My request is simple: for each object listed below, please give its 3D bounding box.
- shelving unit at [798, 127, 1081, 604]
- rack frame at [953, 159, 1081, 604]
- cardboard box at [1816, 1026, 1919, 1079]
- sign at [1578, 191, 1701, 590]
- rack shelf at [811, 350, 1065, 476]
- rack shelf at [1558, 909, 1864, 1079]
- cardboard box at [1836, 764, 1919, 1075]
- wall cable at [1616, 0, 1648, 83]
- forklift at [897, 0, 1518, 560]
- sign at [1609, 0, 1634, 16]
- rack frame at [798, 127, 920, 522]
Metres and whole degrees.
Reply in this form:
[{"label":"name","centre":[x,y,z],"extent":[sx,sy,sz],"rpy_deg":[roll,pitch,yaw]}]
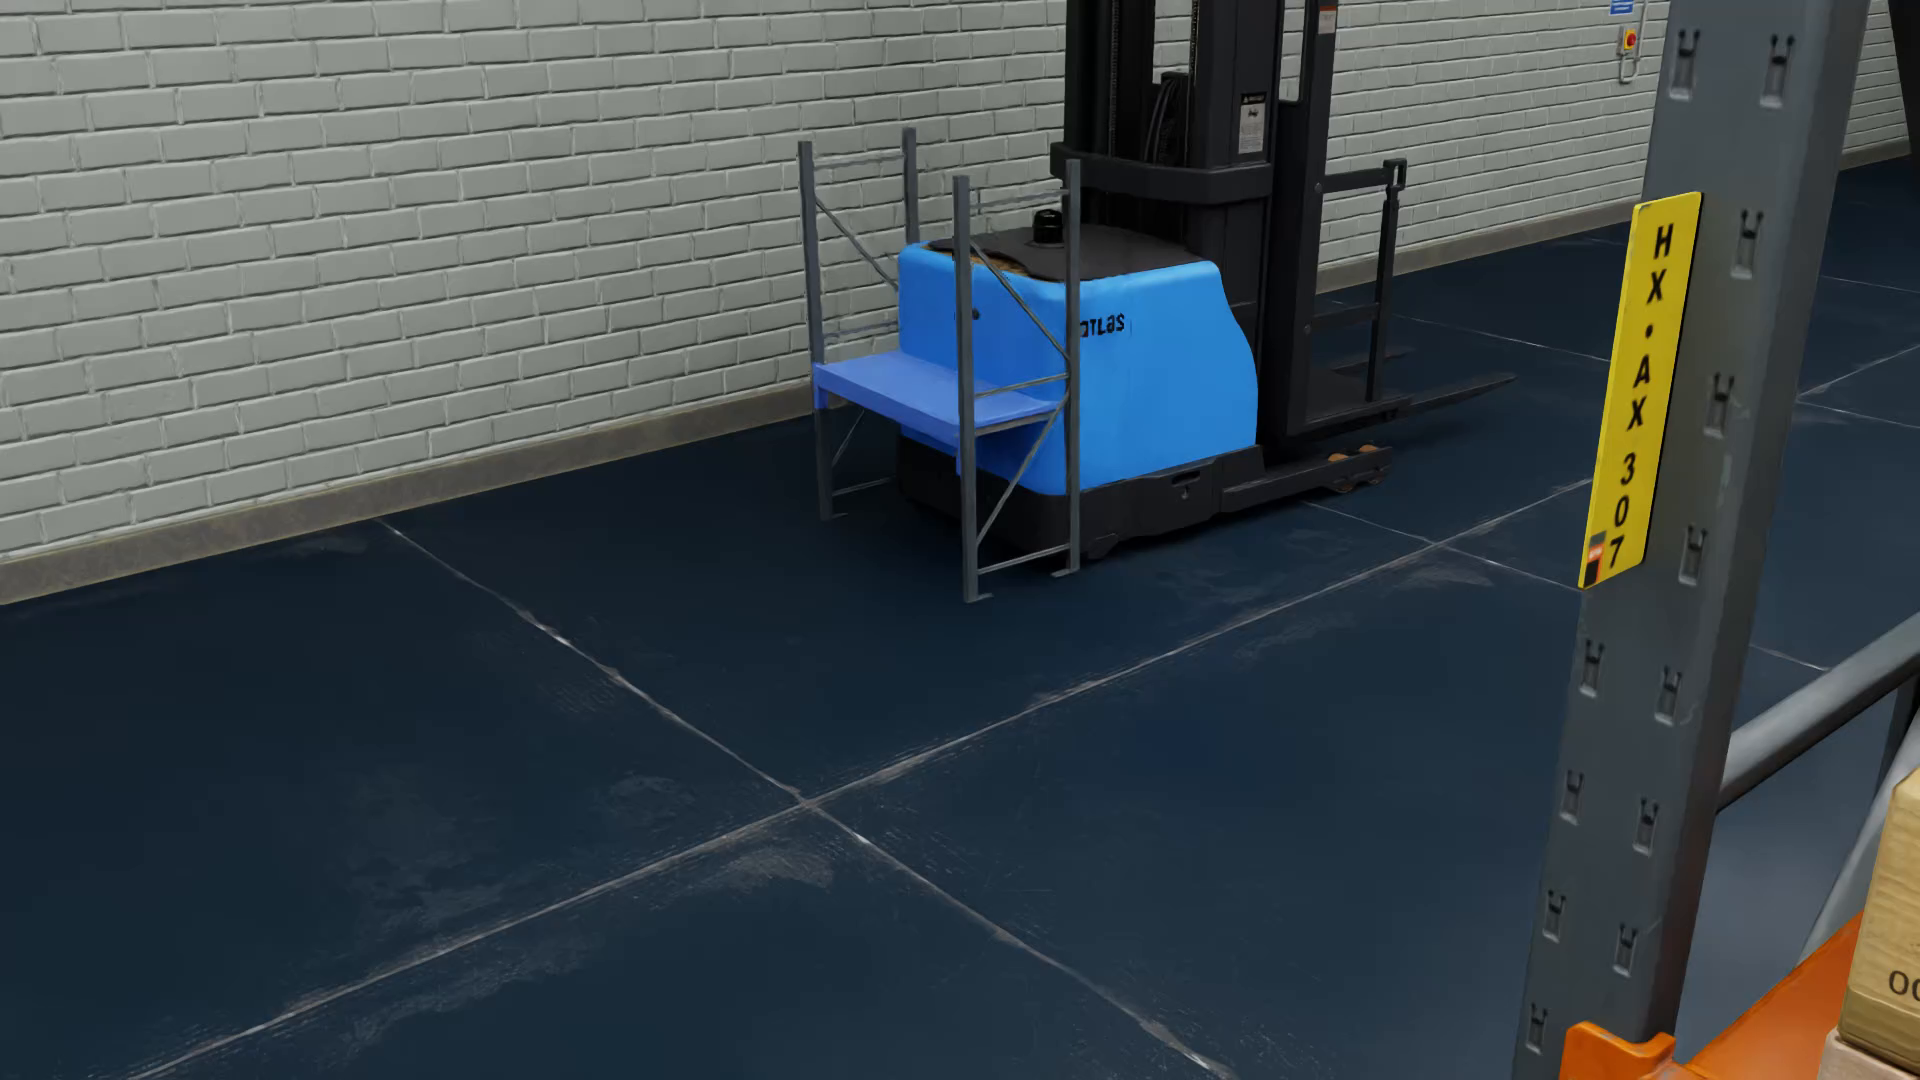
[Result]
[{"label":"shelving unit","centre":[-0.078,-0.679,6.140],"extent":[0.538,1.500,1.048],"rpy_deg":[-16,26,-31]},{"label":"rack frame","centre":[0.210,-0.529,5.748],"extent":[0.500,1.500,0.032],"rpy_deg":[-16,26,-31]},{"label":"cardboard box","centre":[0.971,0.482,1.484],"extent":[0.380,0.149,0.250],"rpy_deg":[-17,27,-37]},{"label":"sign","centre":[0.564,-0.121,1.384],"extent":[0.100,0.325,0.005],"rpy_deg":[-17,27,-37]},{"label":"rack shelf","centre":[-0.074,-0.512,6.207],"extent":[0.538,0.185,1.000],"rpy_deg":[-16,26,-31]},{"label":"rack shelf","centre":[2.294,1.076,0.610],"extent":[1.077,0.370,4.000],"rpy_deg":[-17,27,-37]},{"label":"cardboard box","centre":[1.098,0.317,1.360],"extent":[0.500,0.250,0.500],"rpy_deg":[-18,28,-39]},{"label":"wall cable","centre":[4.798,-4.210,11.685],"extent":[0.585,1.953,0.123],"rpy_deg":[-17,27,-37]},{"label":"forklift","centre":[1.227,-1.700,6.805],"extent":[3.031,2.935,1.130],"rpy_deg":[-15,26,-34]},{"label":"sign","centre":[4.722,-3.854,11.840],"extent":[0.327,0.218,0.001],"rpy_deg":[-17,27,-37]},{"label":"rack frame","centre":[-0.365,-0.829,6.531],"extent":[0.500,1.500,0.032],"rpy_deg":[-16,26,-31]}]
